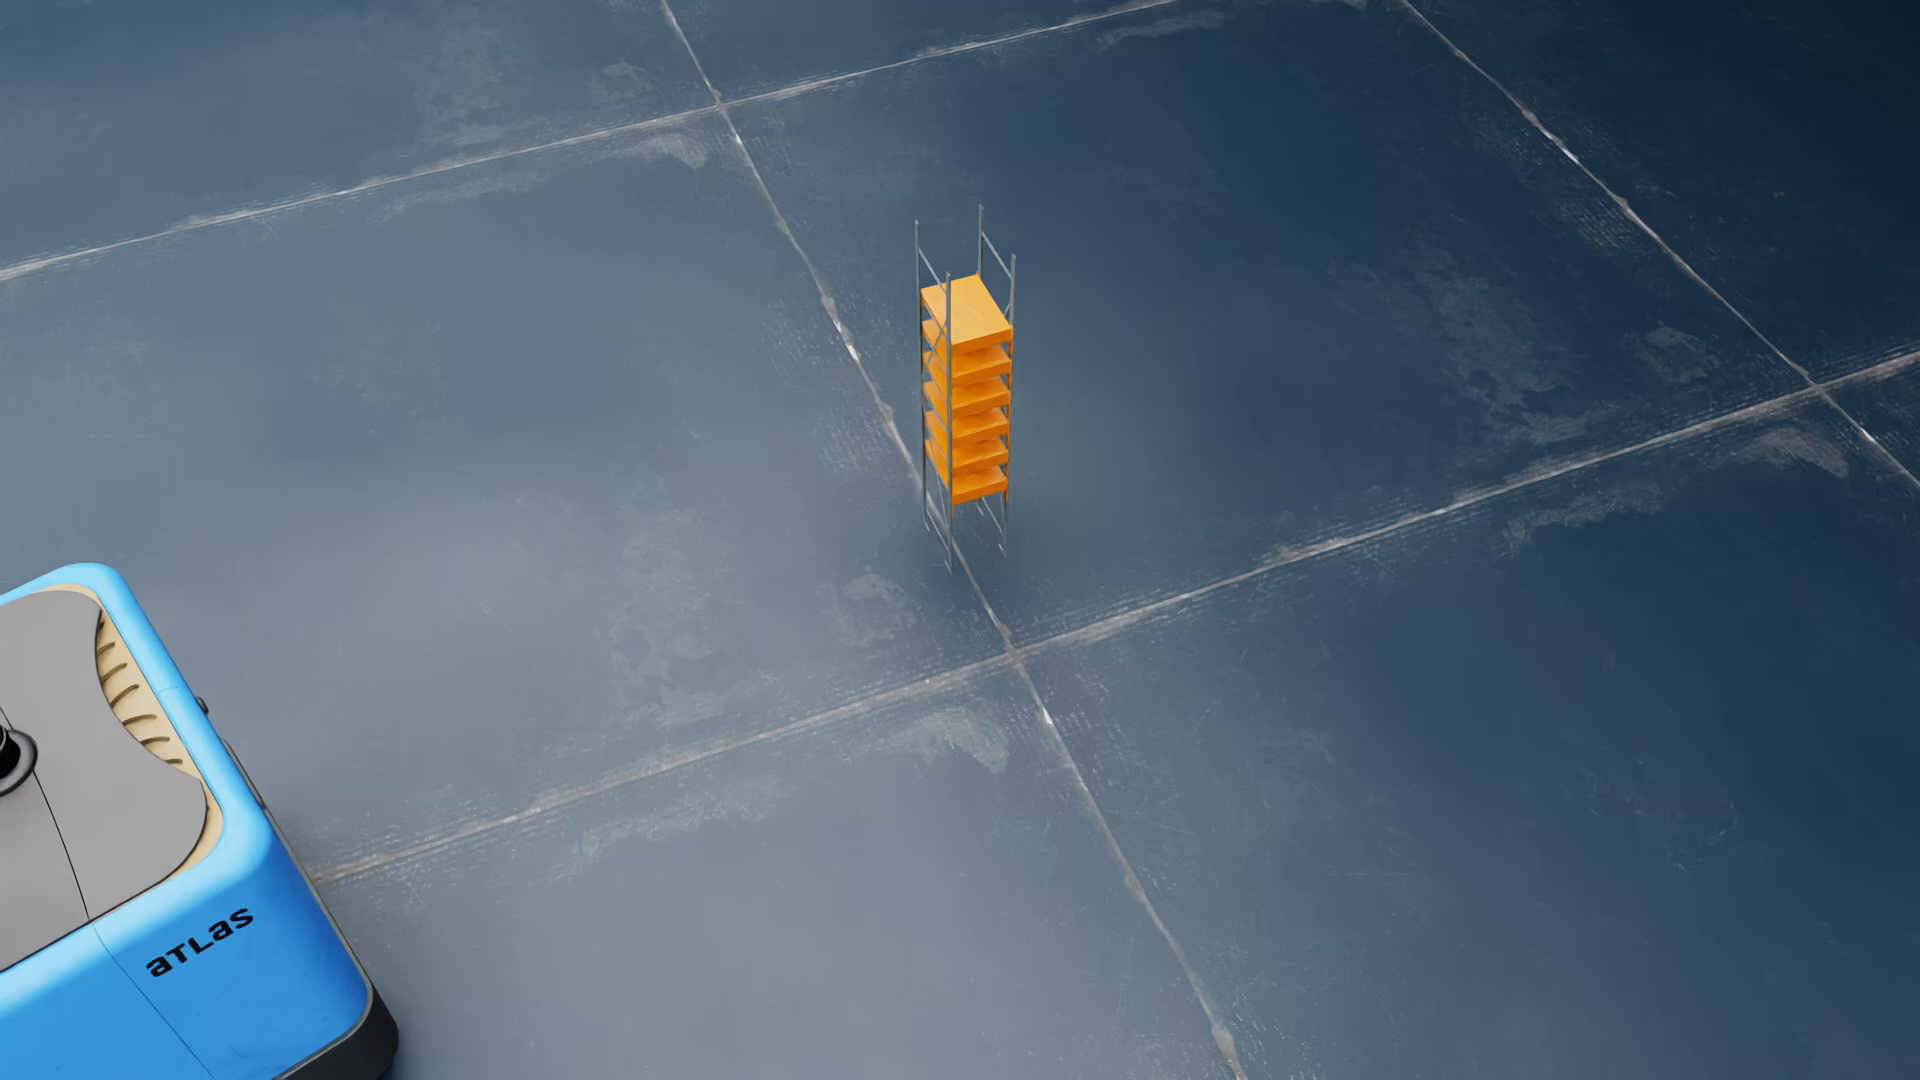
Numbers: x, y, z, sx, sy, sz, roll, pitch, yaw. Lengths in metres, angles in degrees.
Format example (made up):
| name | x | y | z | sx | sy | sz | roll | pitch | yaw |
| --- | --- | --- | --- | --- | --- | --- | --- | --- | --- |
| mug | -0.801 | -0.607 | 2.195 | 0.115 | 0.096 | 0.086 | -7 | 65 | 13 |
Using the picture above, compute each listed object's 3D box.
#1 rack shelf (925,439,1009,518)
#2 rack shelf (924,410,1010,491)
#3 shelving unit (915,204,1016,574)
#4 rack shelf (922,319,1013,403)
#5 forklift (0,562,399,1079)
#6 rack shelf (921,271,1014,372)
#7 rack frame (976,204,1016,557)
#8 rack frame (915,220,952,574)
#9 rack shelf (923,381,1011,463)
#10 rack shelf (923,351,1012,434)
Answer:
| name | x | y | z | sx | sy | sz | roll | pitch | yaw |
| --- | --- | --- | --- | --- | --- | --- | --- | --- | --- |
| rack shelf | 0.013 | -0.210 | 5.014 | 0.180 | 0.103 | 0.258 | -17 | 52 | -14 |
| rack shelf | 0.013 | -0.288 | 4.923 | 0.180 | 0.103 | 0.258 | -17 | 52 | -14 |
| shelving unit | 0.013 | -0.395 | 4.798 | 0.189 | 1.200 | 0.258 | -17 | 52 | -14 |
| rack shelf | 0.013 | -0.522 | 4.650 | 0.180 | 0.103 | 0.258 | -17 | 52 | -14 |
| forklift | -2.851 | 0.750 | 2.674 | 3.031 | 2.935 | 1.130 | -31 | 56 | -24 |
| rack shelf | 0.013 | -0.601 | 4.559 | 0.180 | 0.103 | 0.258 | -17 | 52 | -14 |
| rack frame | 0.098 | -0.421 | 4.821 | 0.006 | 1.200 | 0.240 | -17 | 52 | -14 |
| rack frame | -0.071 | -0.369 | 4.776 | 0.006 | 1.200 | 0.240 | -17 | 52 | -14 |
| rack shelf | 0.013 | -0.366 | 4.832 | 0.180 | 0.103 | 0.258 | -17 | 52 | -14 |
| rack shelf | 0.013 | -0.444 | 4.741 | 0.180 | 0.103 | 0.258 | -17 | 52 | -14 |
